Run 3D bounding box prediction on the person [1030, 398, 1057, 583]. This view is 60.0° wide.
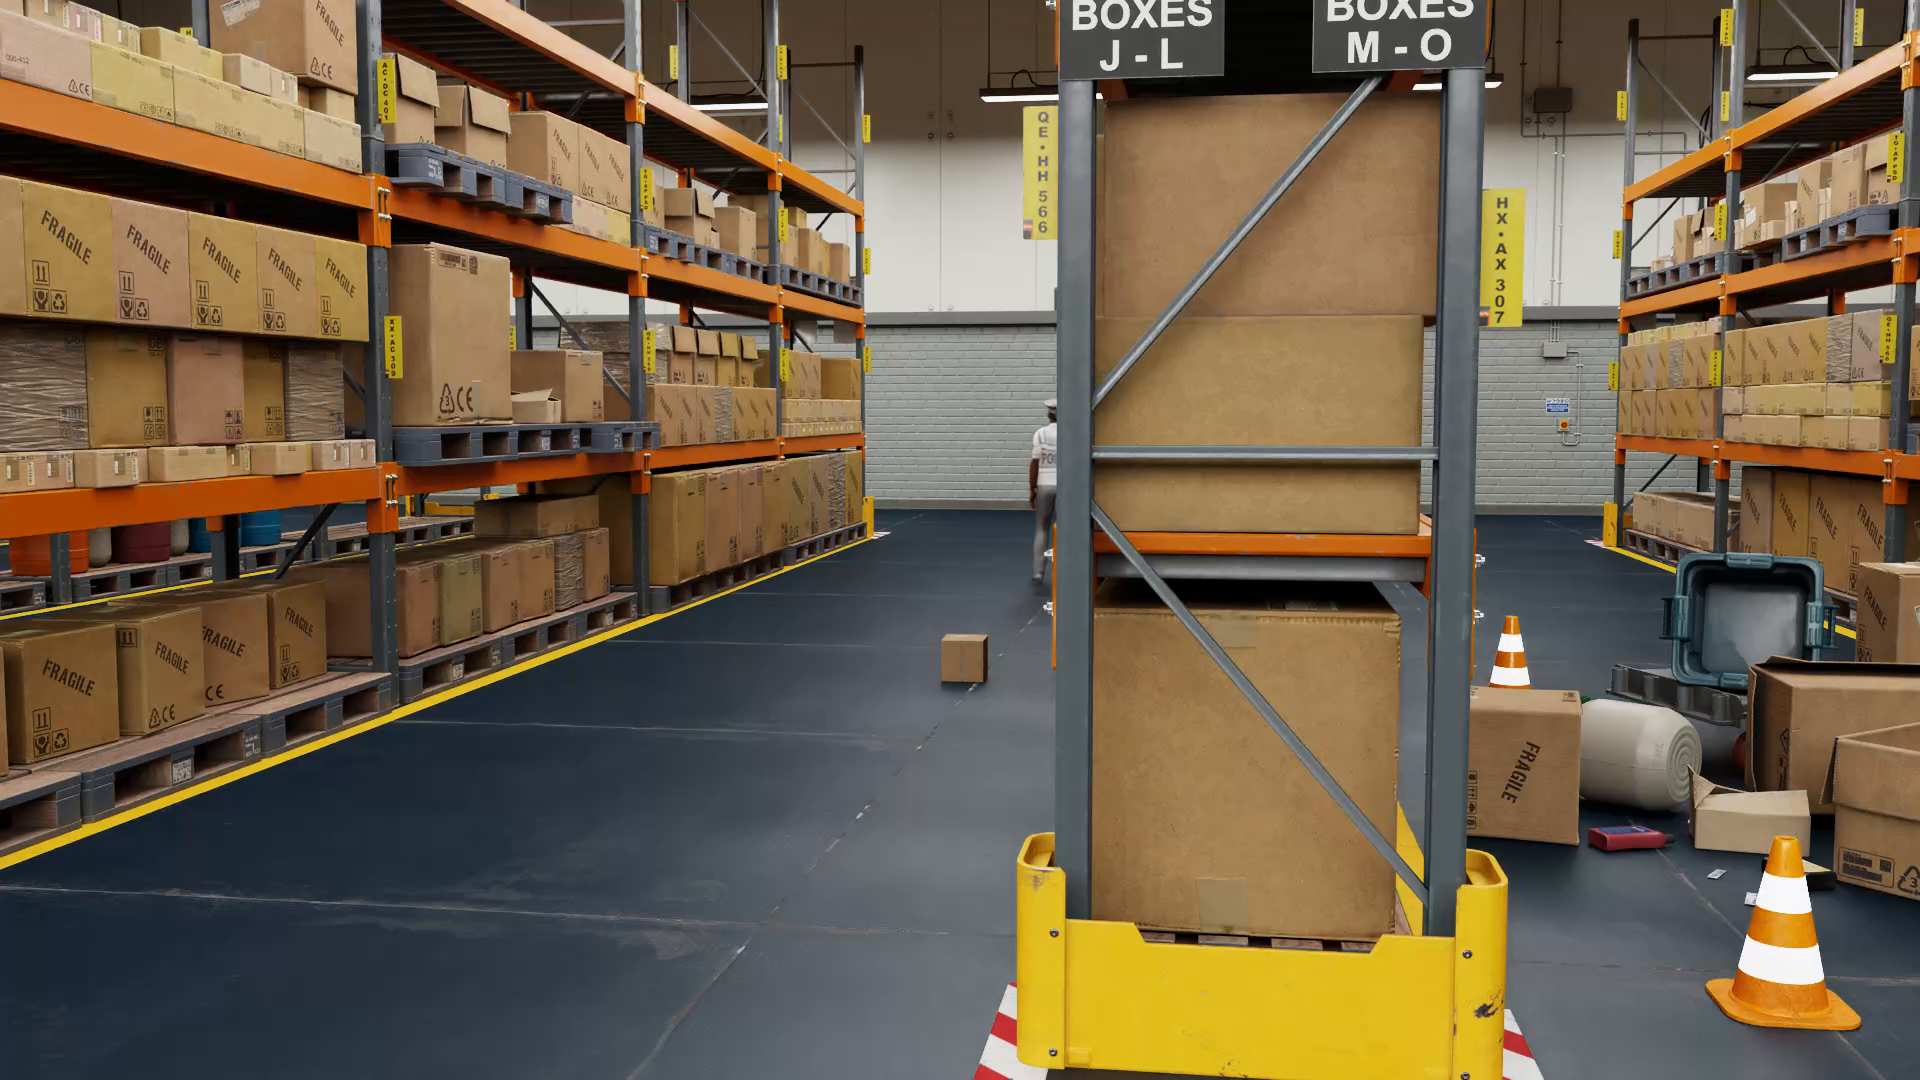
[{"bbox_3d":[0.877,-0.415,15.187,0.501,1.752,0.426,1,5,7],"label":"person"}]
